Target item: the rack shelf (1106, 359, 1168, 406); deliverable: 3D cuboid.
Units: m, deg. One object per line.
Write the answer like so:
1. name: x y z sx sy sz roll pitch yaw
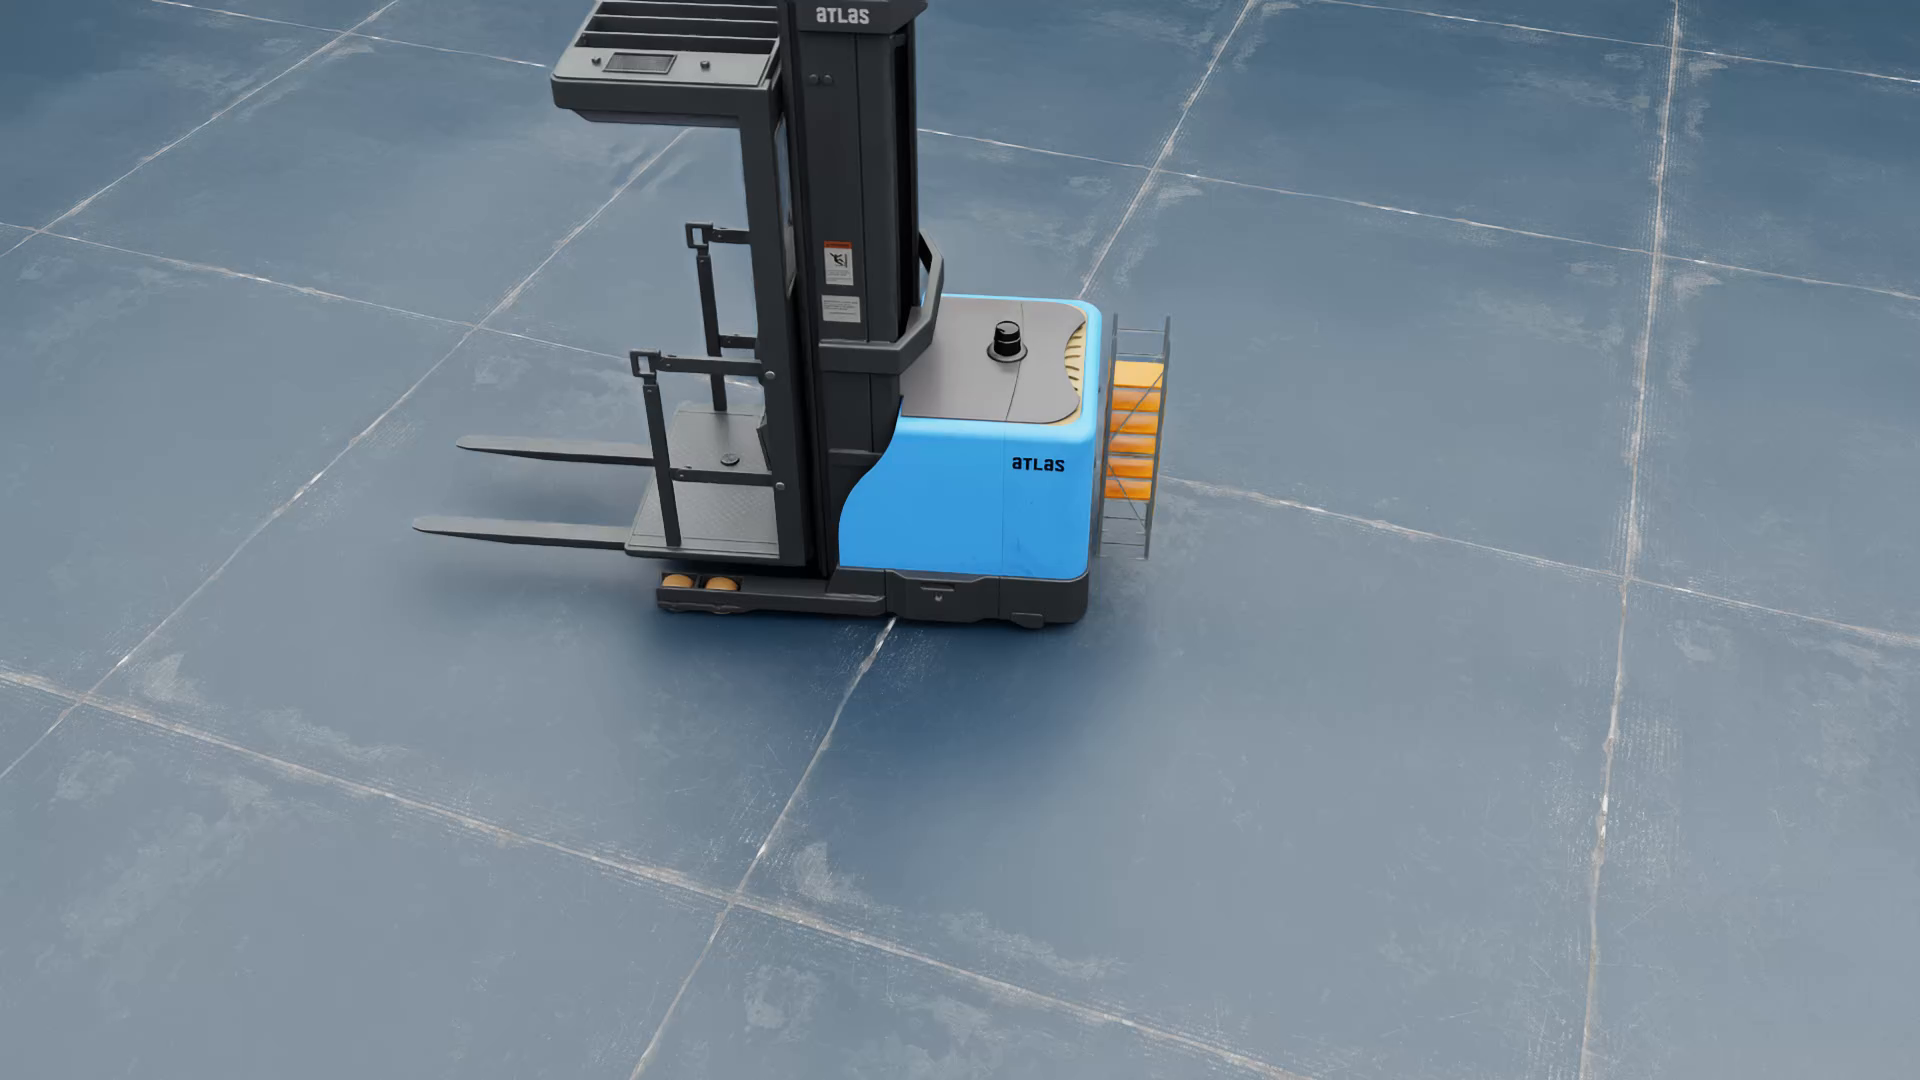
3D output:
1. rack shelf: 0.753 -0.671 7.078 0.258 0.103 0.180 4 41 4

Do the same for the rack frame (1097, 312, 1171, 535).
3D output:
1. rack frame: 0.760 -0.490 7.352 0.240 1.200 0.006 4 41 4

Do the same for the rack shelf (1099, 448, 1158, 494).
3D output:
1. rack shelf: 0.750 -0.306 7.390 0.258 0.103 0.180 4 41 4

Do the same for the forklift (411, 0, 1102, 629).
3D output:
1. forklift: -0.915 -1.126 6.765 3.031 2.935 1.130 3 41 4

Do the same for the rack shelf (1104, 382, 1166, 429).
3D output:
1. rack shelf: 0.753 -0.580 7.156 0.258 0.103 0.180 4 41 4

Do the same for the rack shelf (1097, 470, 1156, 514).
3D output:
1. rack shelf: 0.749 -0.215 7.468 0.258 0.103 0.180 4 41 4

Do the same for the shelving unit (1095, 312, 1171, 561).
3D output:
1. shelving unit: 0.751 -0.431 7.283 0.258 1.200 0.189 4 41 4

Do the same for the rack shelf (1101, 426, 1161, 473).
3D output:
1. rack shelf: 0.751 -0.397 7.312 0.258 0.103 0.180 4 41 4

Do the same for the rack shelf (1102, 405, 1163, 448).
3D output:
1. rack shelf: 0.752 -0.489 7.234 0.258 0.103 0.180 4 41 4

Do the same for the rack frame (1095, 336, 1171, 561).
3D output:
1. rack frame: 0.743 -0.372 7.214 0.240 1.200 0.006 4 41 4
